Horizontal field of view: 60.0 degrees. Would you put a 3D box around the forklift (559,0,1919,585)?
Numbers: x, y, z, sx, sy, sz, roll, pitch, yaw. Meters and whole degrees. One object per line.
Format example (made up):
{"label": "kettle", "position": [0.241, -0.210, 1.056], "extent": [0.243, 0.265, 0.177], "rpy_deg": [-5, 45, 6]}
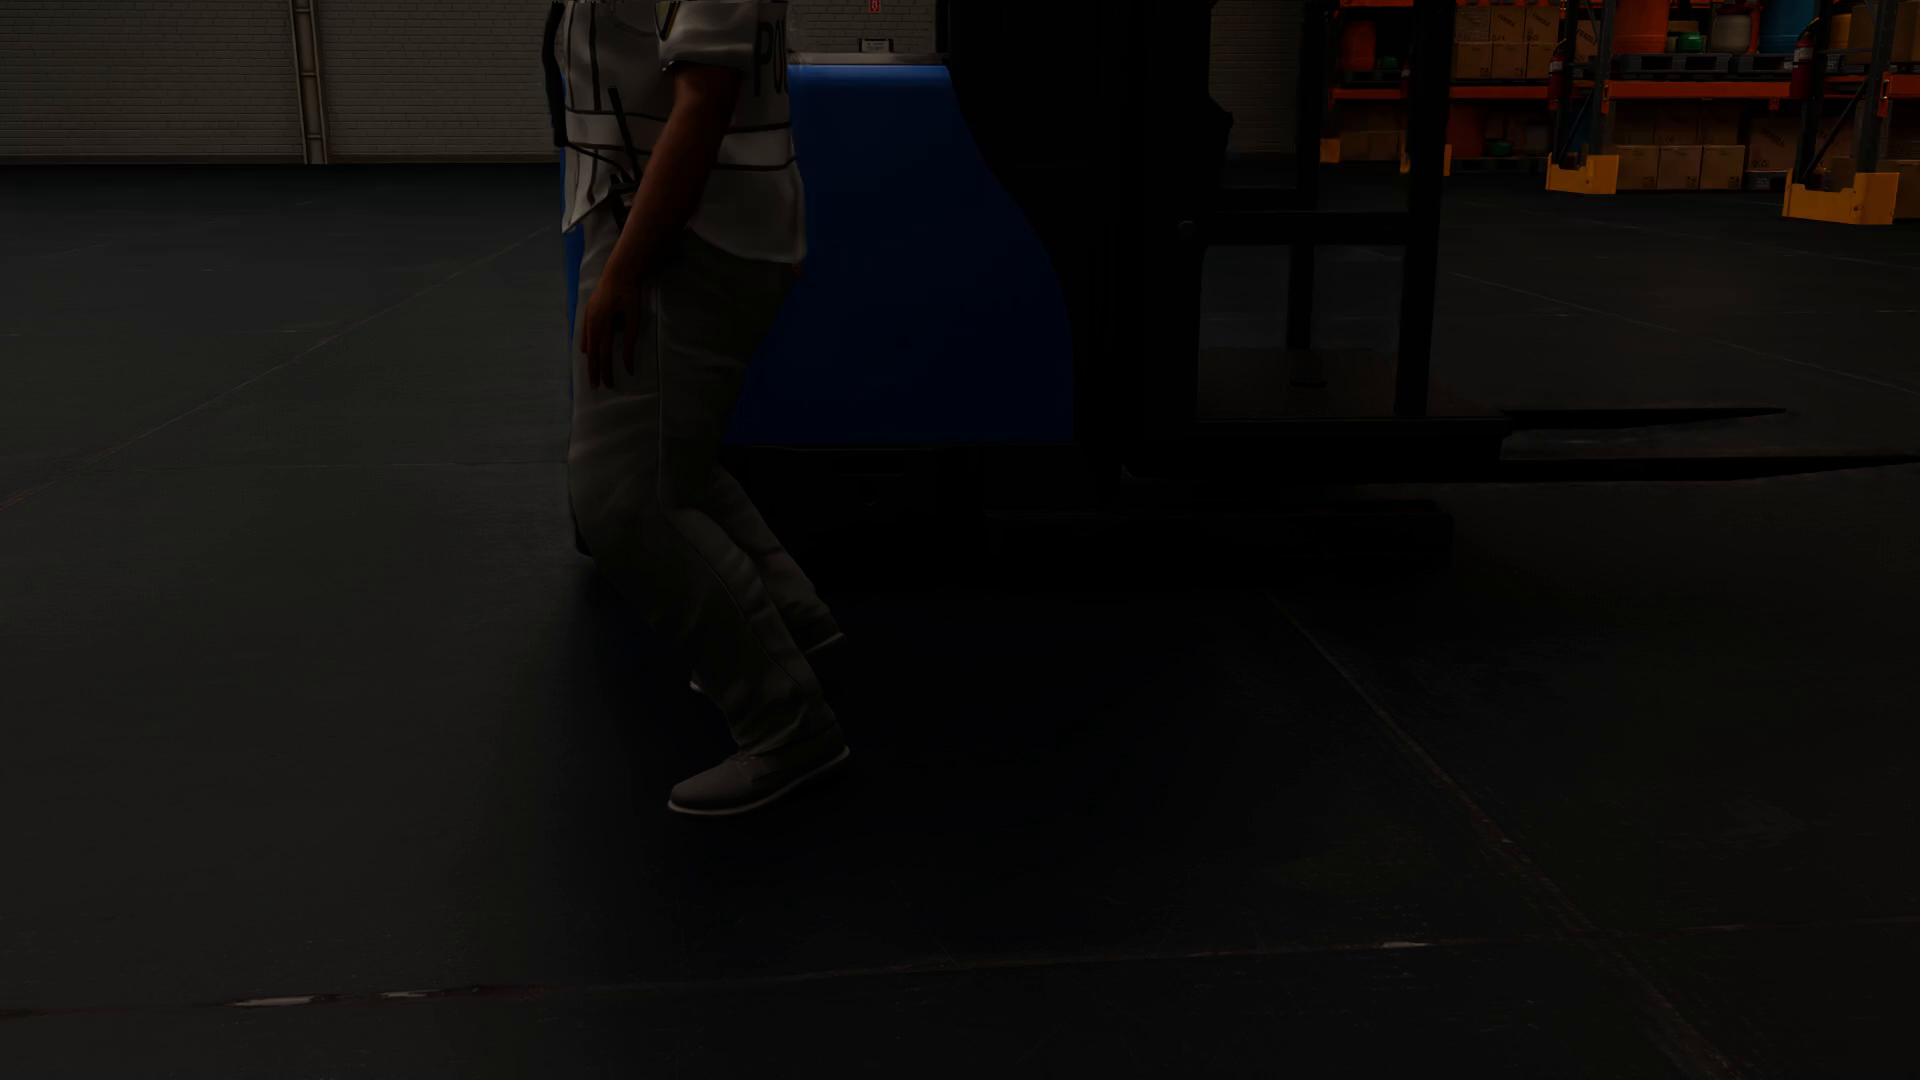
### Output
{"label": "forklift", "position": [0.667, -1.456, 3.711], "extent": [3.031, 2.935, 1.130], "rpy_deg": [-1, 15, -3]}

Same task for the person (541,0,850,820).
{"label": "person", "position": [-0.401, -0.452, 2.572], "extent": [0.460, 1.595, 0.807], "rpy_deg": [0, 15, 0]}
